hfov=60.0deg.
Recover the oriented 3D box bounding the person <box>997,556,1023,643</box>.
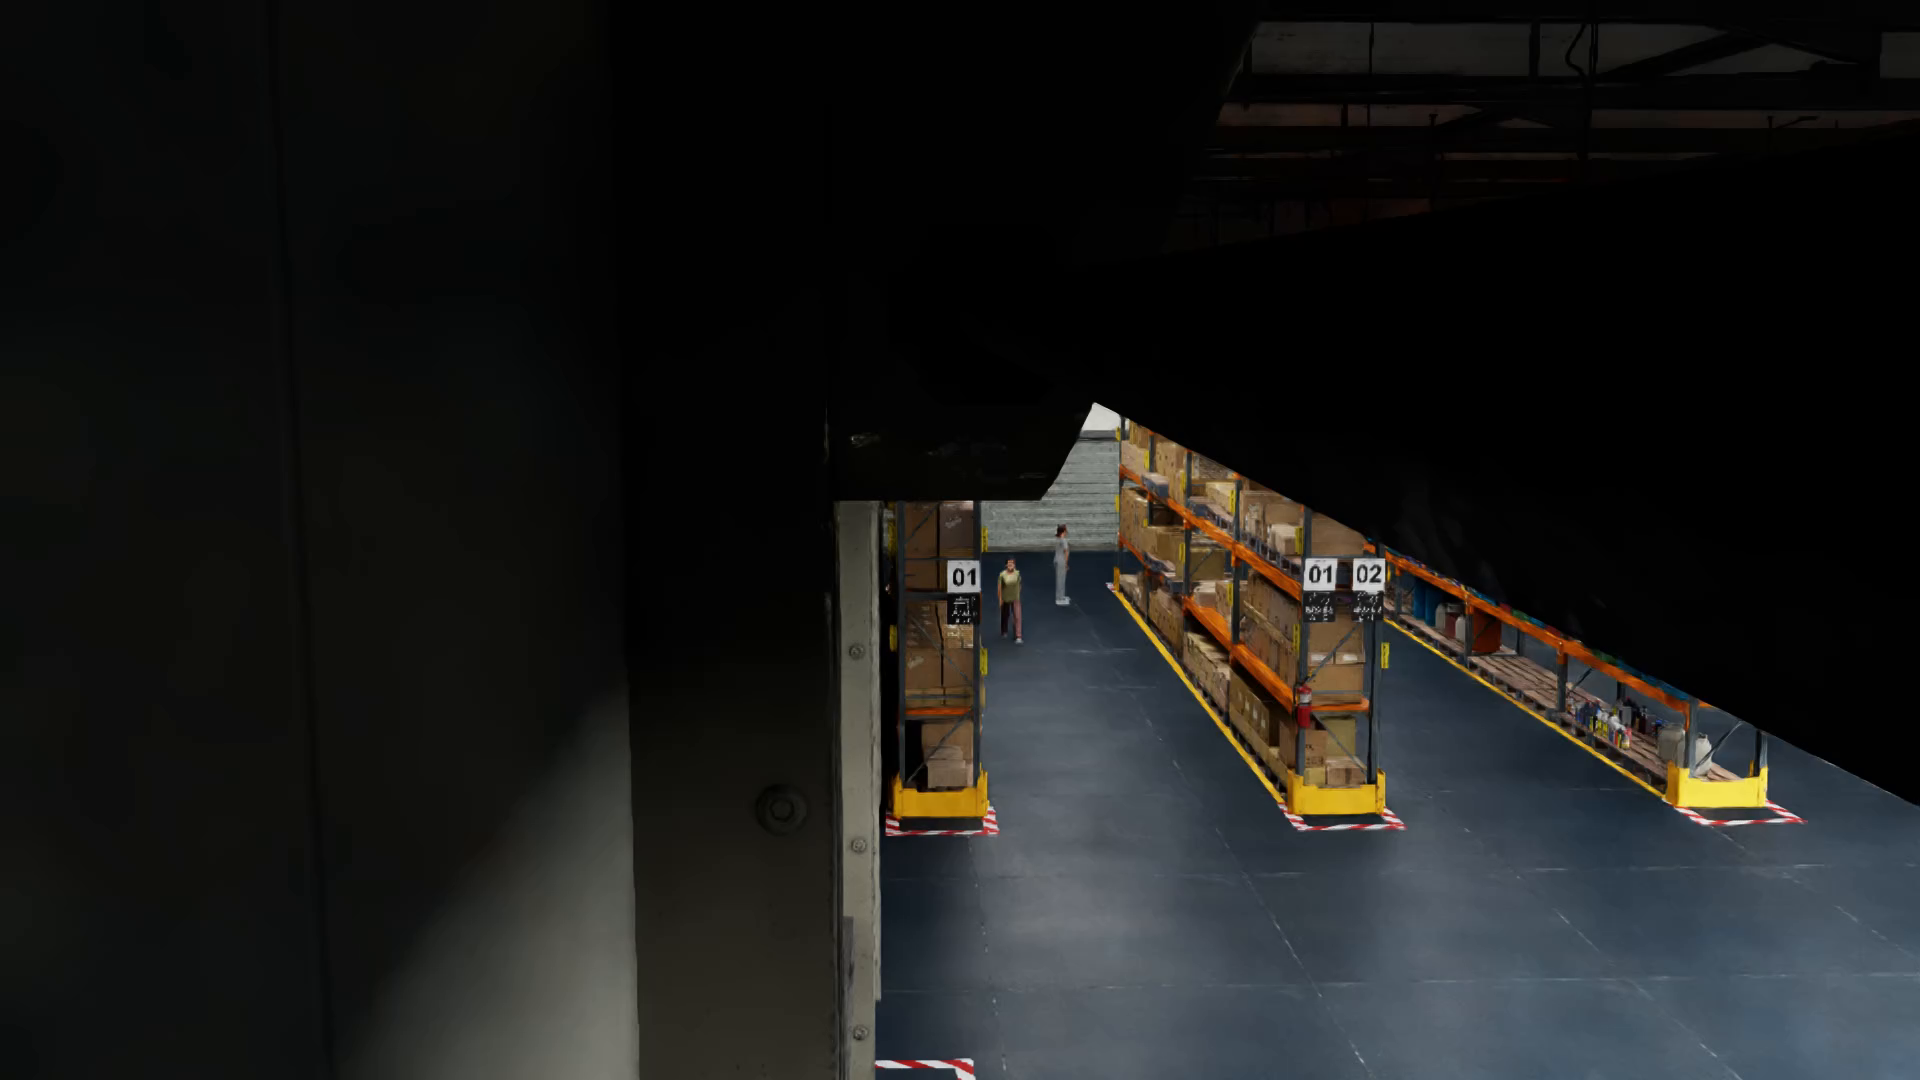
[{"bbox_3d":[0.920,1.084,30.894,0.451,1.586,1.099,-1,8,-5],"label":"person"}]

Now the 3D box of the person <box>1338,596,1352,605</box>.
[{"bbox_3d":[7.240,1.150,30.813,0.566,1.541,0.519,-1,8,-5],"label":"person"}]

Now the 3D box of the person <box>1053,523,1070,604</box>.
[{"bbox_3d":[2.165,0.485,34.783,0.457,1.673,0.532,-4,9,-25],"label":"person"}]
